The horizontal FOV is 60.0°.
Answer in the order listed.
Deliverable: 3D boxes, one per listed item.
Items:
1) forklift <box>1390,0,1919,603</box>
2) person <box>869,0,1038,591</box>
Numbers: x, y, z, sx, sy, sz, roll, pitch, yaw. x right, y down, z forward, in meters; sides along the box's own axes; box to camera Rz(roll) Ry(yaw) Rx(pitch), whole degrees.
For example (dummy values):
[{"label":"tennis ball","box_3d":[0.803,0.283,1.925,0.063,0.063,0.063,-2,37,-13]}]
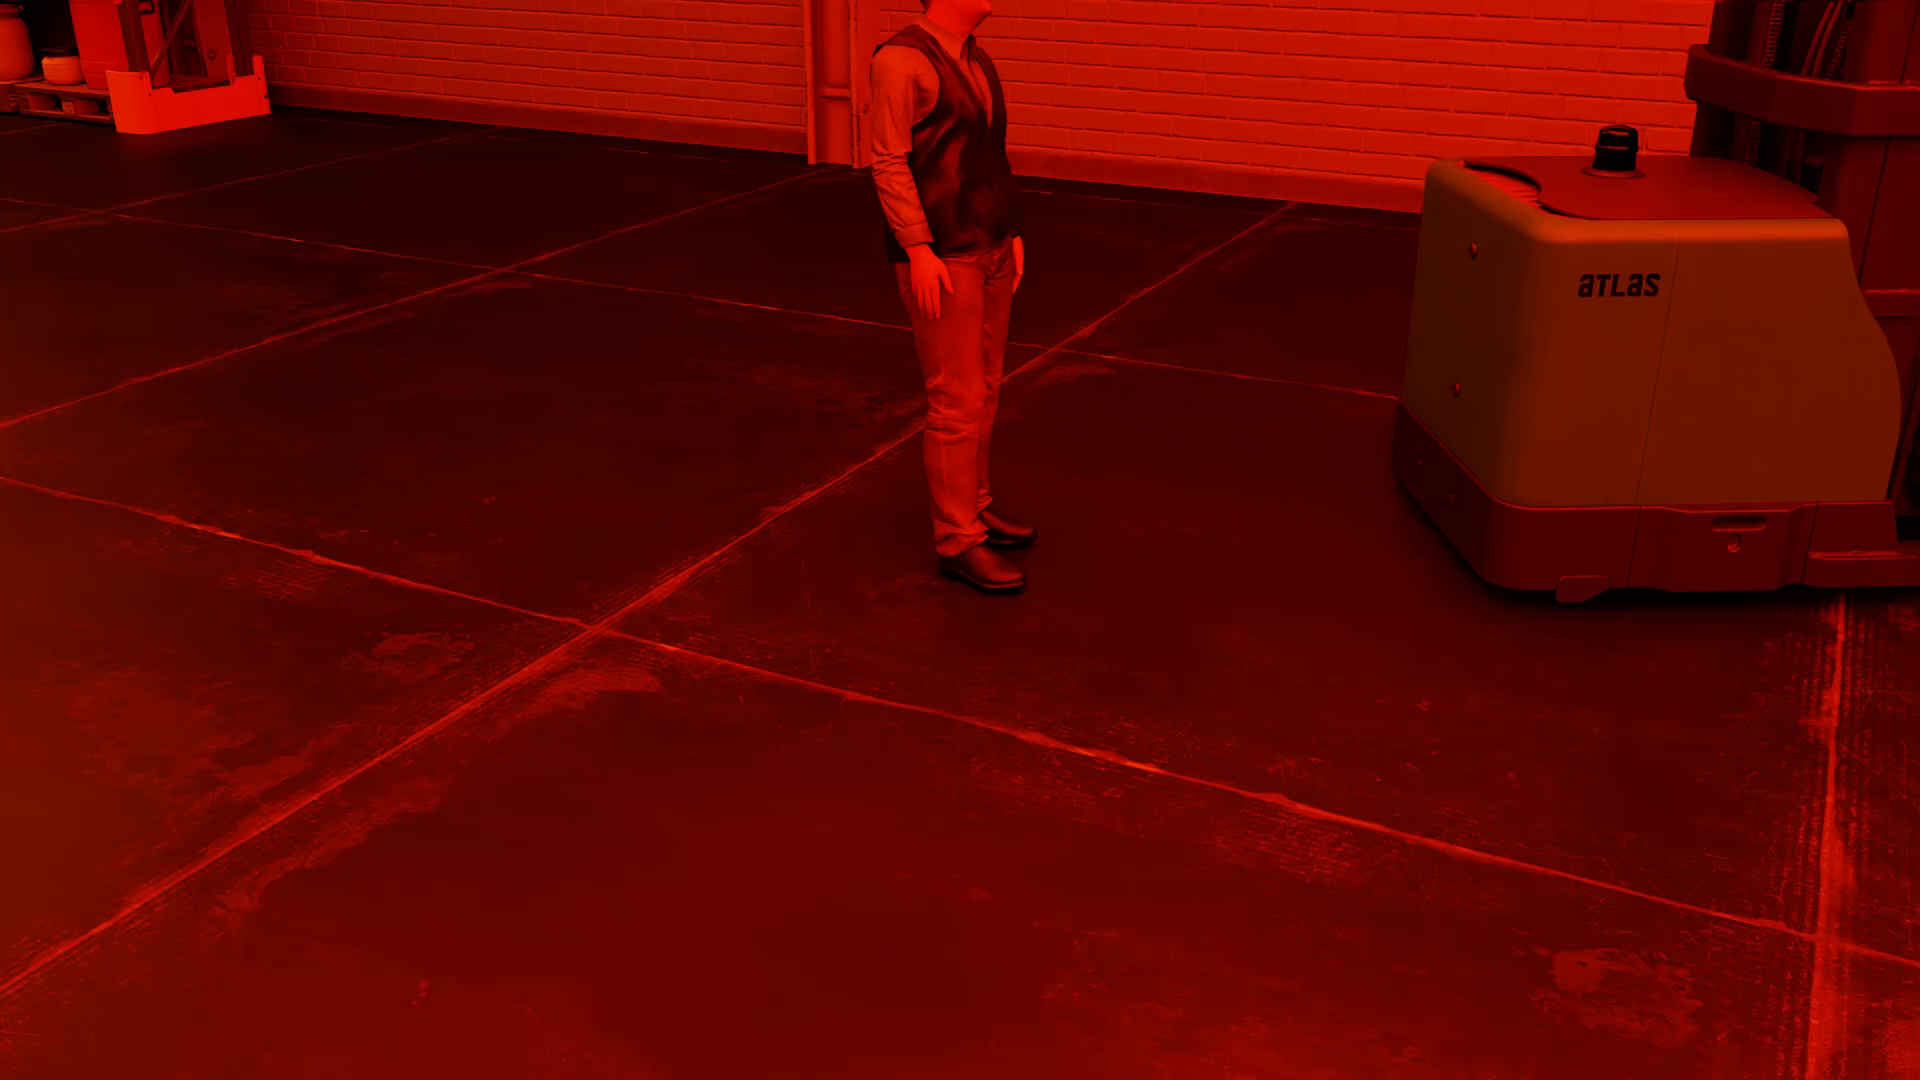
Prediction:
[{"label":"forklift","box_3d":[2.939,-1.378,4.560,3.031,2.935,1.130,-1,23,-3]},{"label":"person","box_3d":[0.051,-0.786,4.695,0.568,1.720,0.632,11,25,25]}]
